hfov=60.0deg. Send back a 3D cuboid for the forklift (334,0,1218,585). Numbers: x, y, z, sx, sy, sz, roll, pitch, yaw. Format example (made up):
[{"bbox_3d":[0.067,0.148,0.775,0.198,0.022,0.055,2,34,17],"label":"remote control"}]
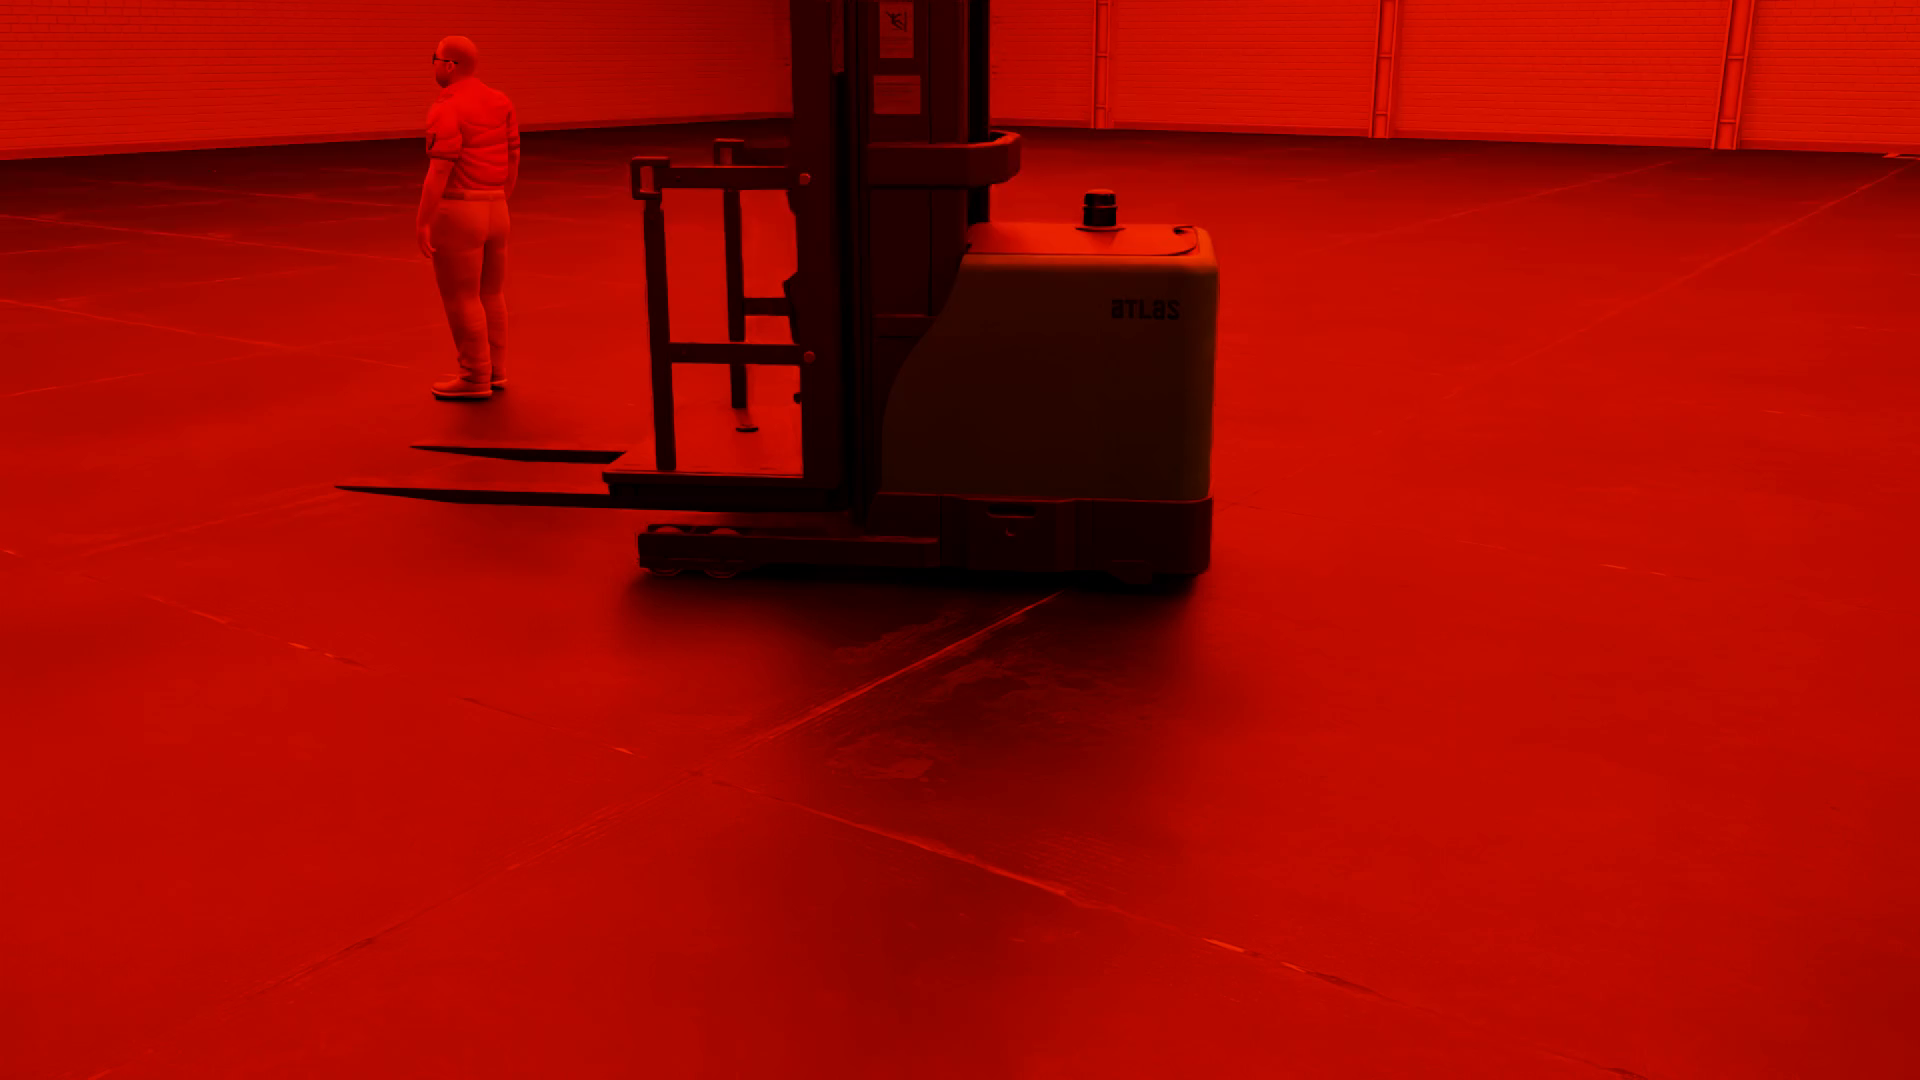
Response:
[{"bbox_3d":[-0.643,-1.422,5.589,3.031,2.935,1.130,2,17,6],"label":"forklift"}]

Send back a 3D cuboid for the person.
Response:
[{"bbox_3d":[-2.469,-1.559,8.121,0.551,1.727,0.639,7,18,23],"label":"person"}]
